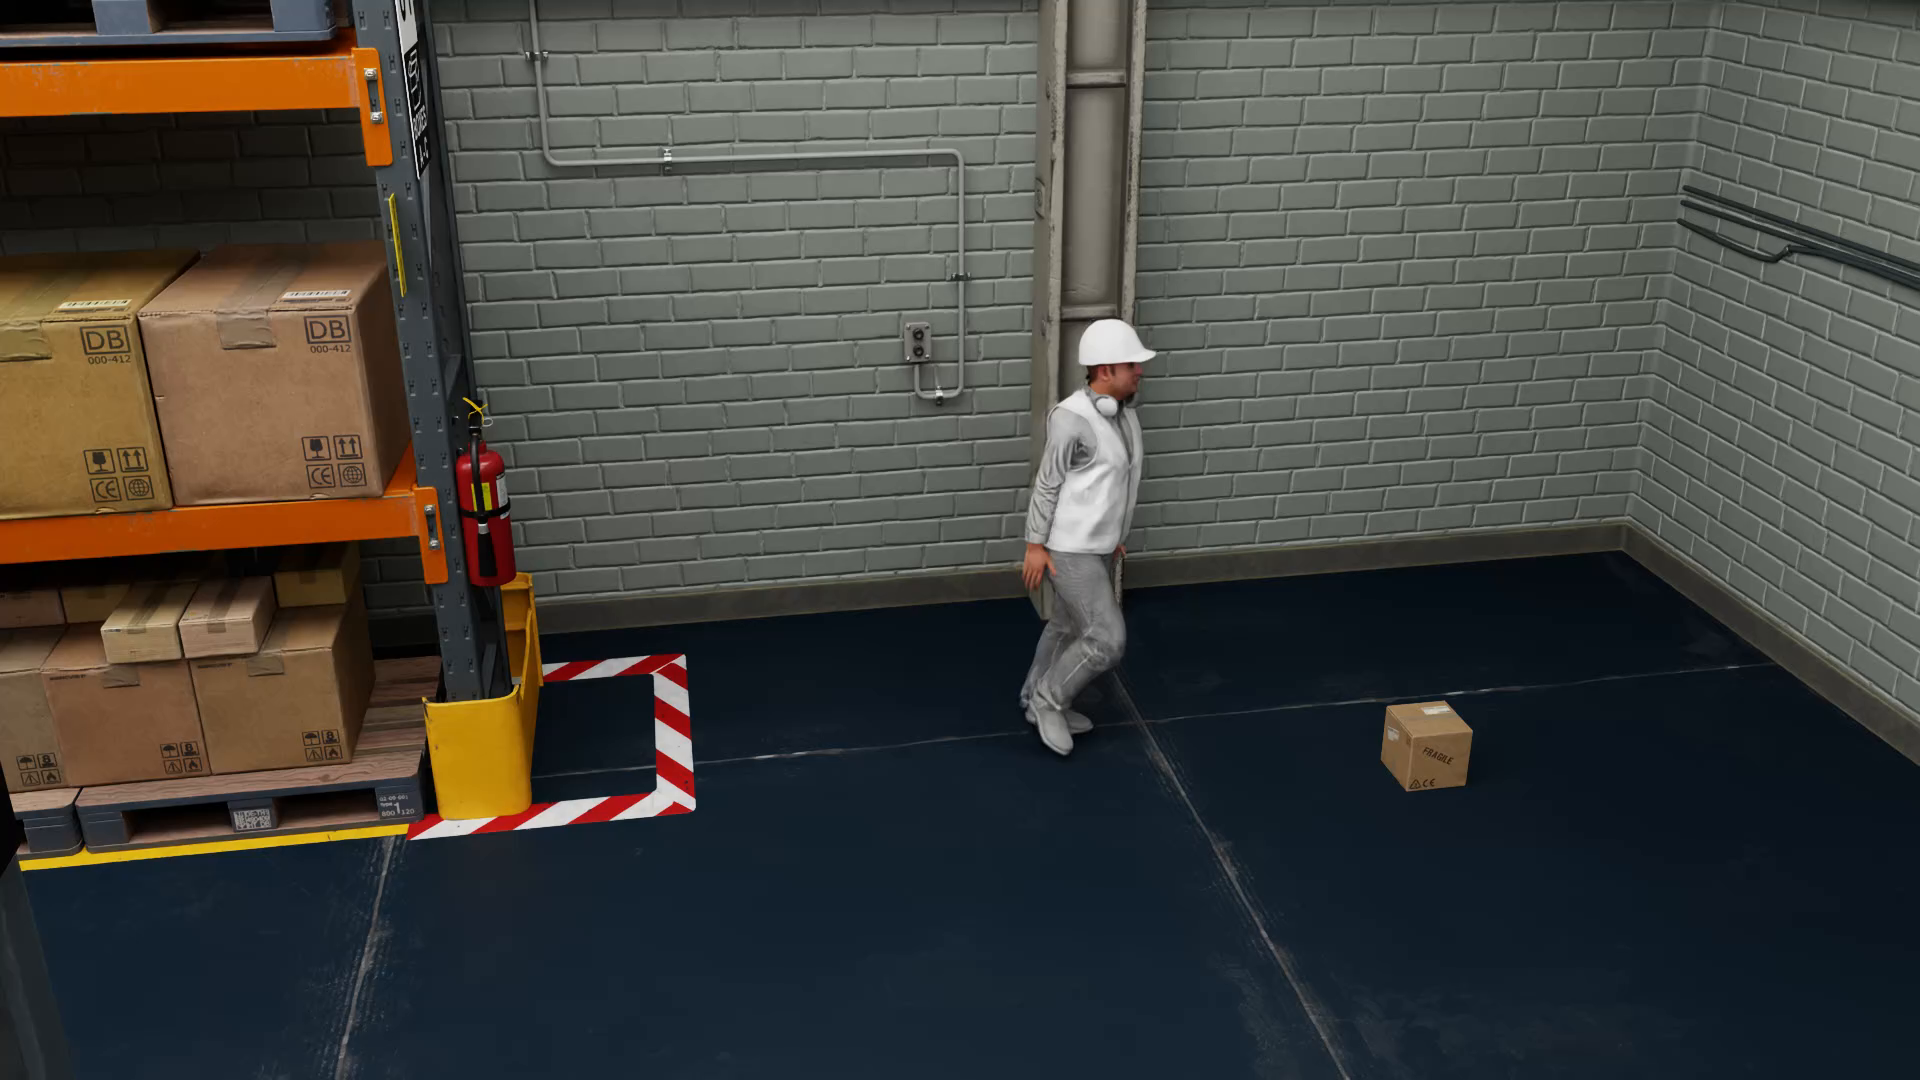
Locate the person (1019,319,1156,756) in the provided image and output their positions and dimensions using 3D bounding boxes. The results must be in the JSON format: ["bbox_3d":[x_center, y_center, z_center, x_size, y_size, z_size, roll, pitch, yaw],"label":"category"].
[{"bbox_3d":[0.487,-0.018,6.560,0.514,1.758,0.566,12,26,25],"label":"person"}]
